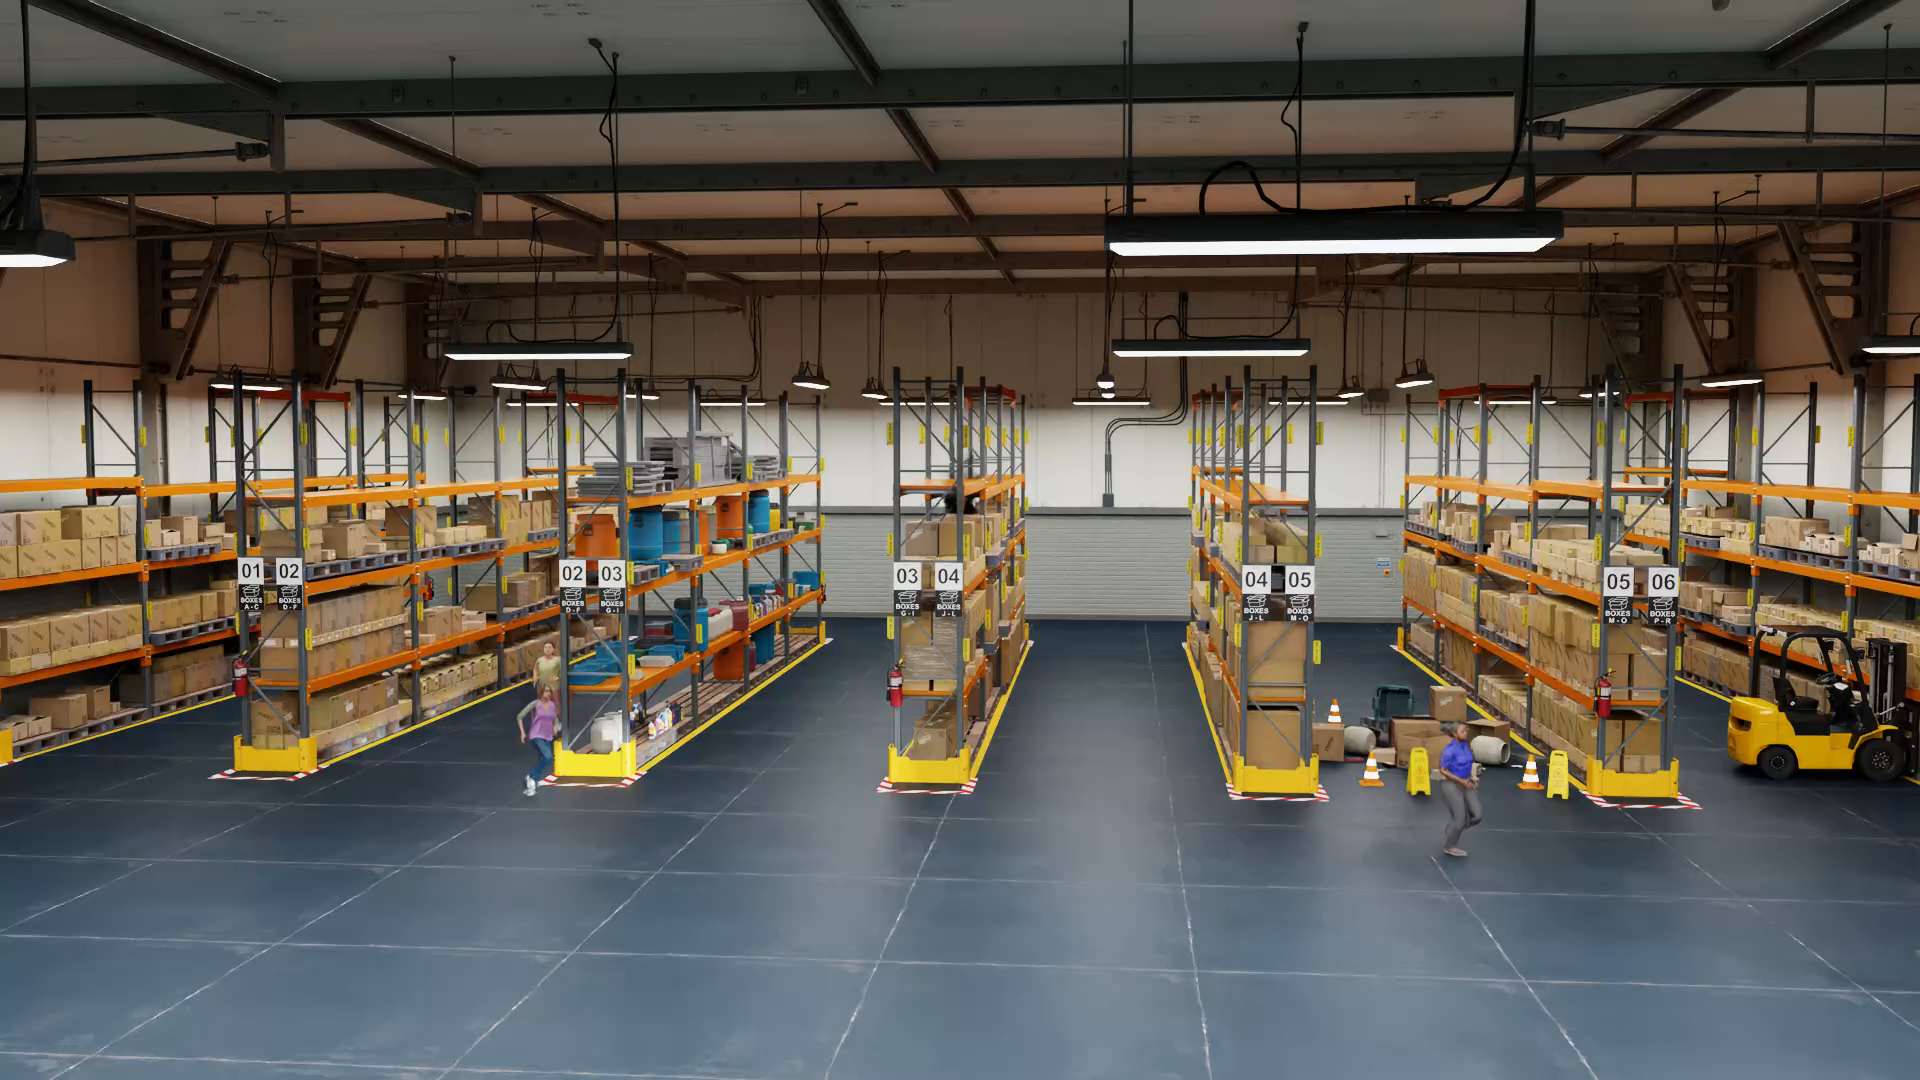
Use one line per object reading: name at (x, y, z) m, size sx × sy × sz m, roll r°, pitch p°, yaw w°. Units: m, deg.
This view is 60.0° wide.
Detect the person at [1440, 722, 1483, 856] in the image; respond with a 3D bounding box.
person at (5.960, 2.970, 19.778) m, size 0.550 × 1.598 × 0.524 m, roll -3°, pitch 5°, yaw -38°

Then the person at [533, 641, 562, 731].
person at (-6.777, 2.478, 27.435) m, size 0.589 × 1.635 × 0.802 m, roll 0°, pitch 4°, yaw -2°

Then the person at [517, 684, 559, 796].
person at (-5.809, 2.786, 23.182) m, size 0.556 × 1.541 × 0.537 m, roll 3°, pitch 5°, yaw 39°
